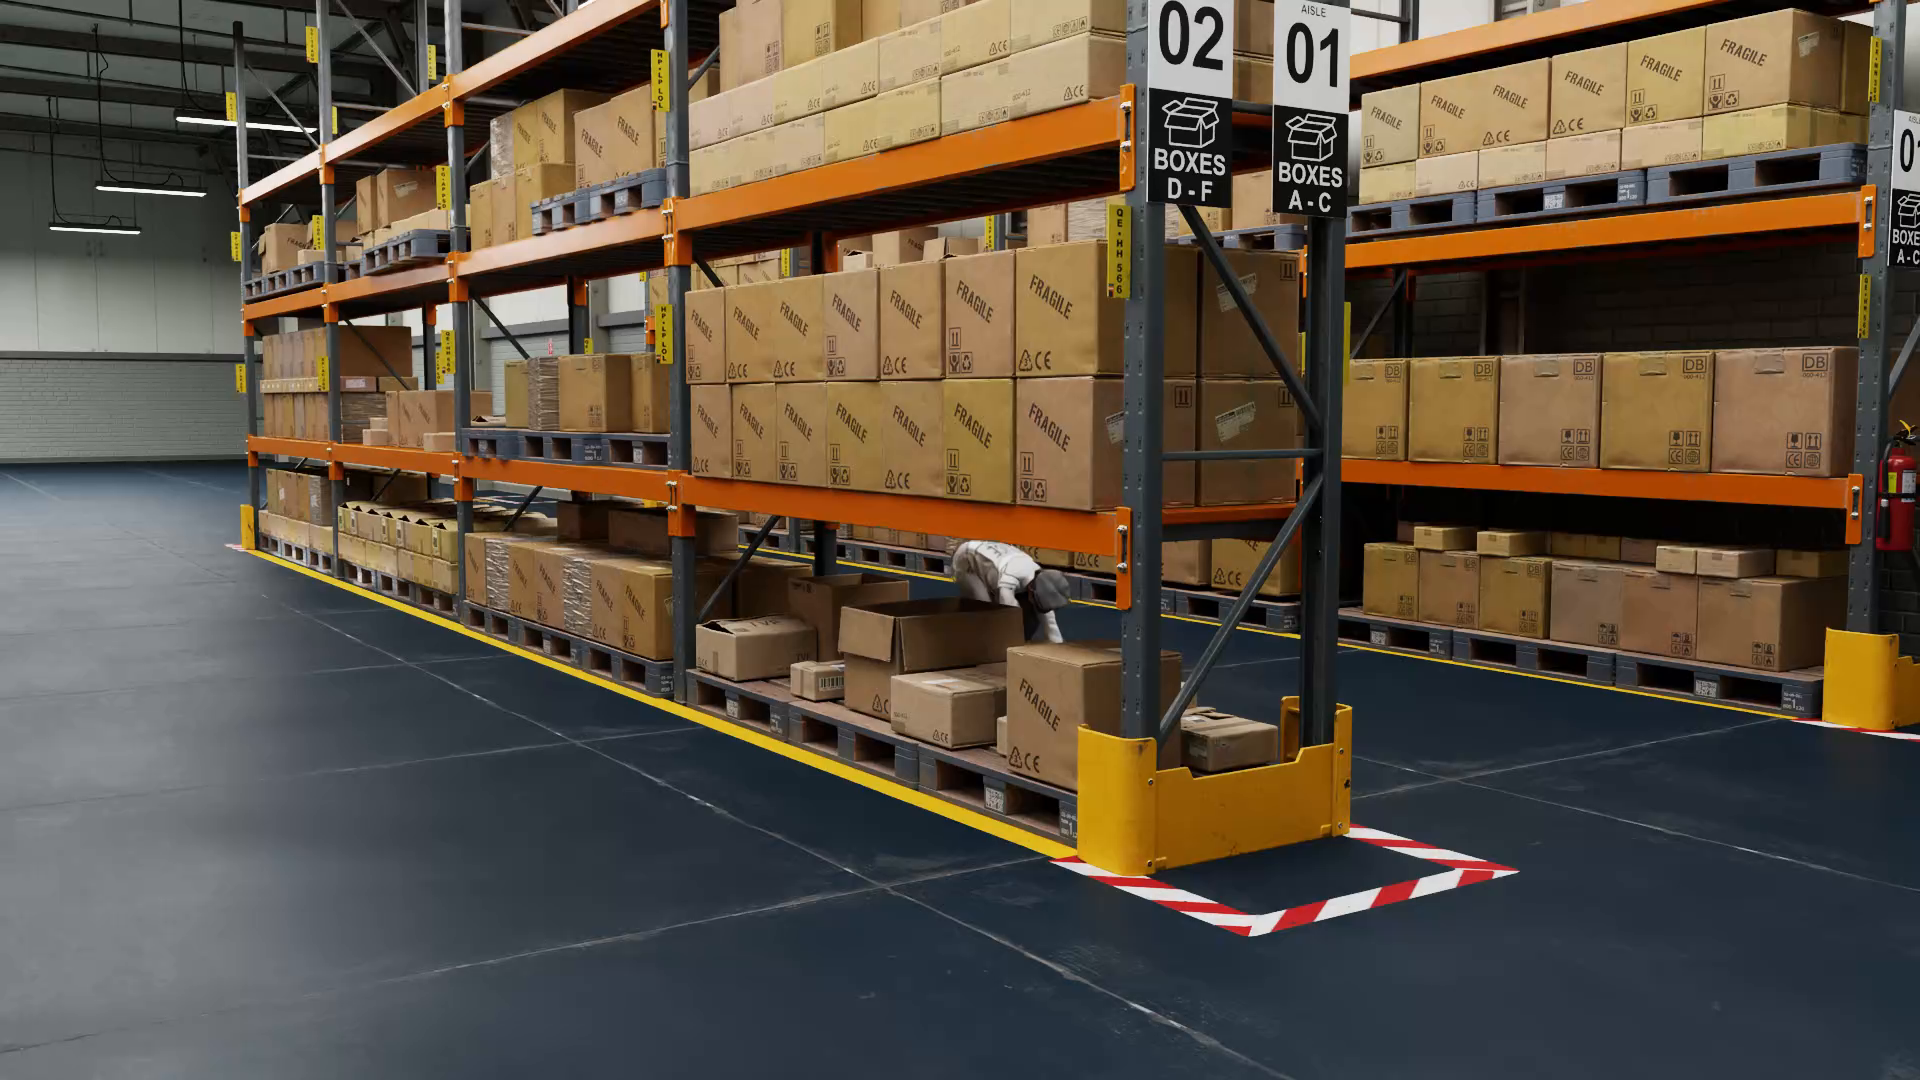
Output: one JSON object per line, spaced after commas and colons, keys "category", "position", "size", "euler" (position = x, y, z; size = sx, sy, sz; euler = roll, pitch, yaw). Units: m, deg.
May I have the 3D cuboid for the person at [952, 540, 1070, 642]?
{"category": "person", "position": [0.311, 0.438, 10.158], "size": [0.451, 0.861, 0.882], "euler": [-4, 6, -36]}
